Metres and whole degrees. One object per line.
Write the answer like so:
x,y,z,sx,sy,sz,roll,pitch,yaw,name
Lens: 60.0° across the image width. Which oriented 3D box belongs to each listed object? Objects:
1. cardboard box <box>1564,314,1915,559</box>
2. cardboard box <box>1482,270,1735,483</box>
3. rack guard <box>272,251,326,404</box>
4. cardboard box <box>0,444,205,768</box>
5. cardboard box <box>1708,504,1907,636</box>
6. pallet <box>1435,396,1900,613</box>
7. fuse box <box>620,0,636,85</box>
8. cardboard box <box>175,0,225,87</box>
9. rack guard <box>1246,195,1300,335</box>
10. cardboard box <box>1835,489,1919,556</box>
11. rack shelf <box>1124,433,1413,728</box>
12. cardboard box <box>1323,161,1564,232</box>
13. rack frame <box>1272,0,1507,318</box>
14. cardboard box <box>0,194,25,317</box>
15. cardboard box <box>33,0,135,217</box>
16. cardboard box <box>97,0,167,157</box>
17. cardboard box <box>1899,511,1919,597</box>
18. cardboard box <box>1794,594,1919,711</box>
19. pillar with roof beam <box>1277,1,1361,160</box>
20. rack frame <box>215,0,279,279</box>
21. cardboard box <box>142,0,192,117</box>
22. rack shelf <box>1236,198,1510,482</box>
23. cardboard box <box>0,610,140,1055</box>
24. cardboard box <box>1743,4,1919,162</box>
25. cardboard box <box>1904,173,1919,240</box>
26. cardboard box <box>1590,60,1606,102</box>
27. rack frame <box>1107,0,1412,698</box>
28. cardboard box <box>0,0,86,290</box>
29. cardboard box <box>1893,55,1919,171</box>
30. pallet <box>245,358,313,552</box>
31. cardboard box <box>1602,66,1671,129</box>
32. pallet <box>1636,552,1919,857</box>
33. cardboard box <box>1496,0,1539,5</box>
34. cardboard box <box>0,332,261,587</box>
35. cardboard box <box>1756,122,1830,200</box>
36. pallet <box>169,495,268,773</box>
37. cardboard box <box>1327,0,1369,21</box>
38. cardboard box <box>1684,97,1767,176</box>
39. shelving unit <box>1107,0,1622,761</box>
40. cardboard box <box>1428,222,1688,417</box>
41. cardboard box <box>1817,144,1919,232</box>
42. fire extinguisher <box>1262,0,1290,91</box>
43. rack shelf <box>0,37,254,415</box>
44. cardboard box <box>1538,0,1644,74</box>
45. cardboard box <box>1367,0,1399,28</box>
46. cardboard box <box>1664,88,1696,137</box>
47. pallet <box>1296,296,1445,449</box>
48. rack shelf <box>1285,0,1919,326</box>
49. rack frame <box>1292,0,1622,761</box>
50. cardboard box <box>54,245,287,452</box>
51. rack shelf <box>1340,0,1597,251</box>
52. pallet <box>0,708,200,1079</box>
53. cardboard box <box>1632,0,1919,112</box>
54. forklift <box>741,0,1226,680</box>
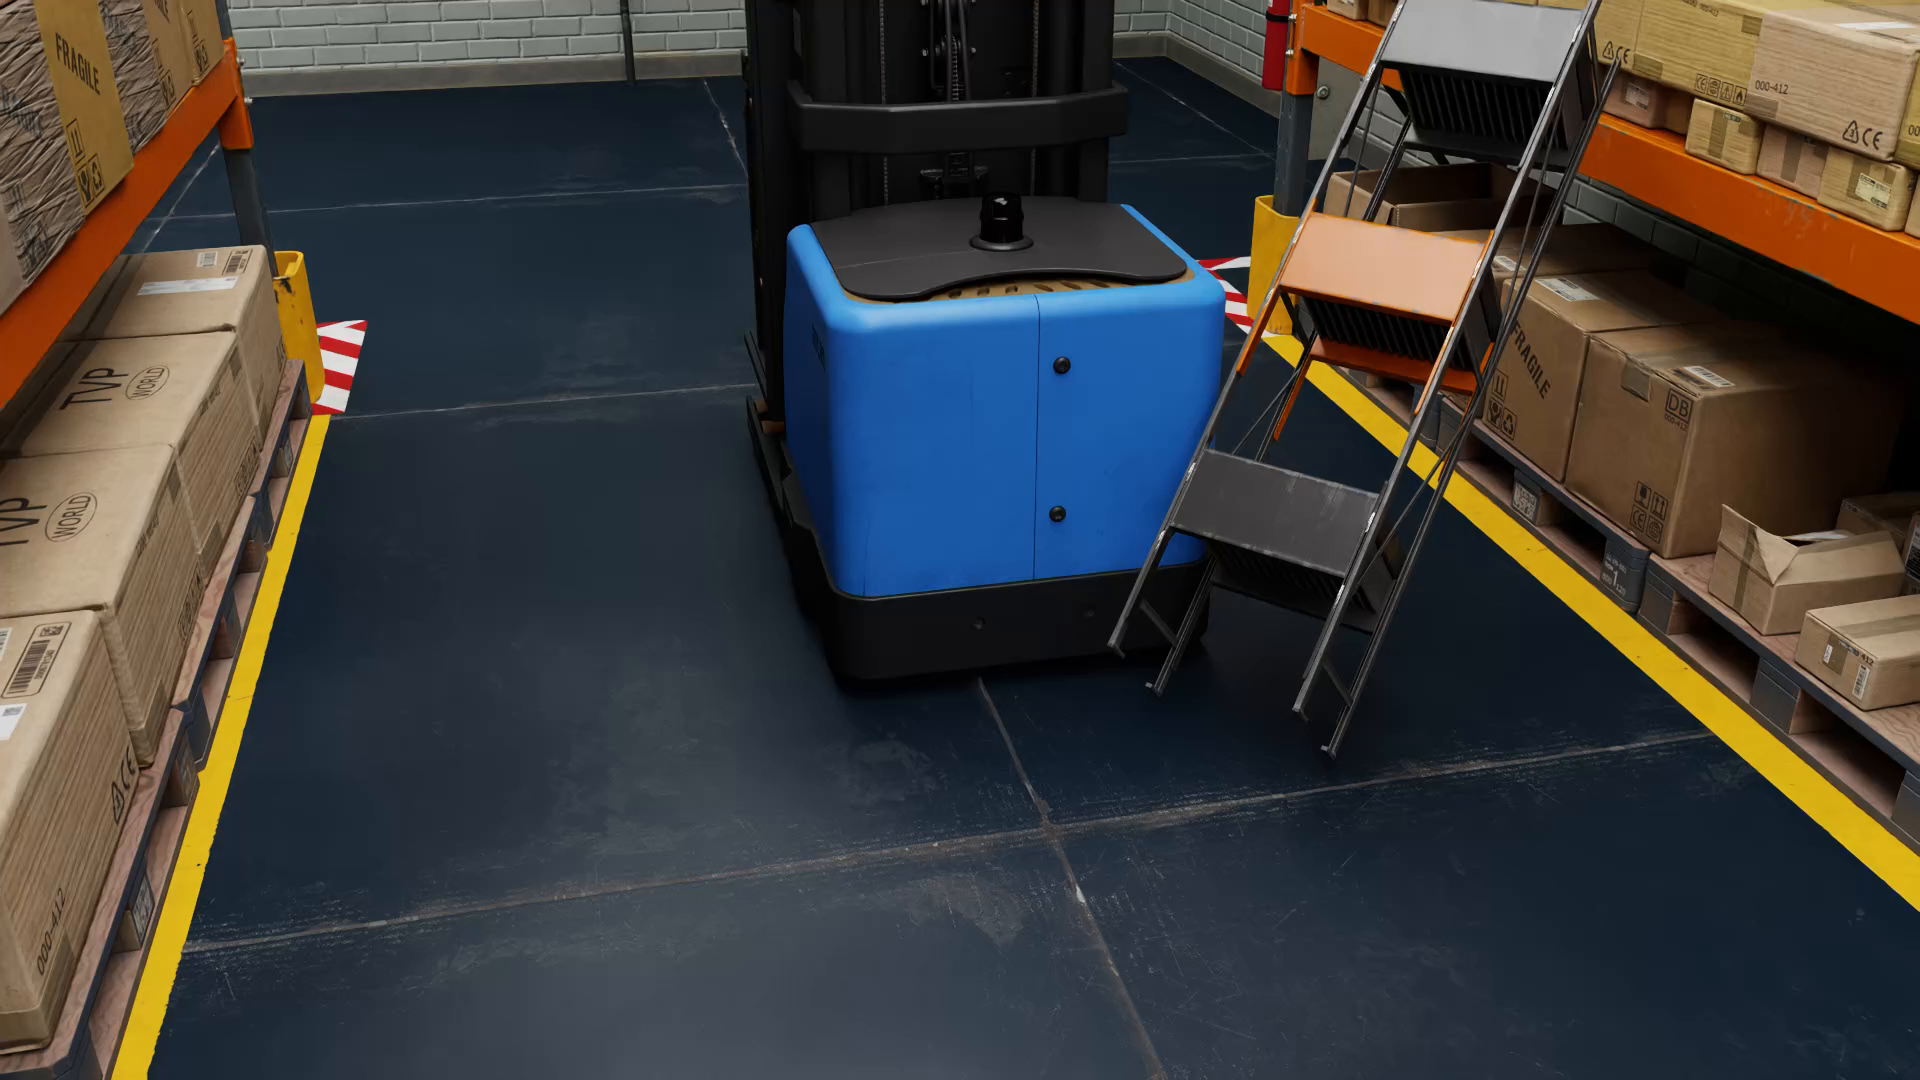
2.251,-0.315,4.854,0.700,0.500,0.500,-7,28,-14,cardboard box
2.038,-0.529,5.277,0.500,0.500,0.500,-5,27,-11,cardboard box
-3.024,-0.746,6.173,1.175,0.500,0.348,-6,27,-12,rack guard
-2.357,0.182,3.938,0.875,0.438,0.875,-7,28,-13,cardboard box
2.226,0.061,4.369,0.396,0.266,0.258,-5,27,-10,cardboard box
2.286,-0.194,5.400,1.003,0.211,1.213,-6,27,-12,pallet
-2.233,-3.898,11.074,0.539,1.711,0.414,-6,27,-12,fuse box
-2.652,-1.711,5.200,0.500,0.500,0.500,-6,27,-11,cardboard box
1.833,-1.207,7.087,1.175,0.500,0.348,-6,27,-12,rack guard
2.701,-0.020,4.658,0.380,0.149,0.250,-6,27,-12,cardboard box
0.782,0.105,4.143,0.480,0.431,0.518,18,76,31,rack shelf
1.862,-1.152,6.507,0.797,0.503,0.637,-7,28,-14,cardboard box
1.816,-2.357,6.590,1.000,3.000,0.127,-6,27,-12,rack frame
-2.077,-0.594,2.986,0.500,0.500,0.500,-6,27,-11,cardboard box
-2.299,-1.039,3.868,0.500,0.500,0.500,-5,27,-10,cardboard box
-2.428,-1.264,4.315,0.500,0.500,0.500,-5,27,-10,cardboard box
2.799,0.098,4.245,0.500,0.311,0.500,-5,27,-10,cardboard box
2.306,0.270,4.085,0.380,0.149,0.250,-7,28,-13,cardboard box
-2.107,-5.873,6.899,9.100,9.000,0.400,-6,27,-12,pillar with roof beam
-3.019,-1.851,5.588,1.000,3.000,0.127,-6,27,-12,rack frame
-2.554,-1.489,4.760,0.500,0.500,0.500,-7,28,-13,cardboard box
1.079,-0.511,4.292,0.480,0.431,0.518,18,76,31,rack shelf
-2.154,0.575,3.160,0.875,0.438,0.875,-6,27,-12,cardboard box
2.238,-1.084,3.905,0.500,0.250,0.500,-6,27,-11,cardboard box
2.320,-0.715,3.617,0.380,0.149,0.250,-5,27,-10,cardboard box
1.944,-1.388,4.950,0.380,0.149,0.250,-5,27,-10,cardboard box
0.885,-0.589,4.419,0.015,0.400,2.100,18,76,31,rack frame
-2.183,-0.813,3.420,0.500,0.500,0.500,-6,27,-11,cardboard box
2.365,-0.865,3.472,0.500,0.250,0.500,-5,27,-10,cardboard box
-2.762,-0.263,5.537,1.003,0.211,1.213,-6,27,-12,pallet
2.070,-1.282,4.740,0.380,0.149,0.250,-6,27,-12,cardboard box
2.564,0.343,4.337,1.003,0.211,1.213,-6,27,-12,pallet
1.887,-1.753,5.230,0.500,0.250,0.500,-6,27,-13,cardboard box
-2.558,-0.214,4.723,0.875,0.438,0.875,-5,27,-10,cardboard box
2.205,-0.945,4.071,0.380,0.149,0.250,-5,27,-10,cardboard box
-2.491,0.271,4.478,1.003,0.211,1.213,-6,27,-12,pallet
1.623,-2.072,6.306,0.380,0.149,0.250,-6,27,-12,cardboard box
2.120,-1.054,4.288,0.380,0.149,0.250,-6,27,-12,cardboard box
1.085,-0.523,4.295,0.503,0.431,2.100,18,76,31,shelving unit
2.017,-0.771,5.757,0.700,0.500,0.500,-5,27,-9,cardboard box
2.238,-0.827,3.838,0.380,0.149,0.250,-5,27,-10,cardboard box
1.333,-2.173,6.727,0.296,0.674,0.183,-6,27,-12,fire extinguisher
-2.568,-0.652,4.011,1.077,0.370,4.000,-6,27,-12,rack shelf
2.023,-1.530,4.789,0.500,0.250,0.500,-7,28,-13,cardboard box
1.726,-1.965,6.094,0.380,0.149,0.250,-5,27,-10,cardboard box
2.171,-1.179,4.535,0.380,0.149,0.250,-6,27,-11,cardboard box
2.014,-0.729,6.459,1.003,0.211,1.213,-6,27,-12,pallet
2.267,-1.158,5.013,1.077,0.370,4.000,-6,27,-12,rack shelf
1.284,-0.457,4.170,0.015,0.400,2.100,18,76,31,rack frame
-2.773,-0.615,5.517,0.875,0.438,0.875,-7,28,-13,cardboard box
1.375,-1.128,4.441,0.480,0.431,0.518,18,76,31,rack shelf
-2.212,0.808,3.415,1.003,0.211,1.213,-6,27,-12,pallet
2.139,-1.304,4.341,0.500,0.250,0.500,-6,27,-12,cardboard box
-0.139,-1.585,5.138,1.130,2.935,3.031,-6,27,-11,forklift
